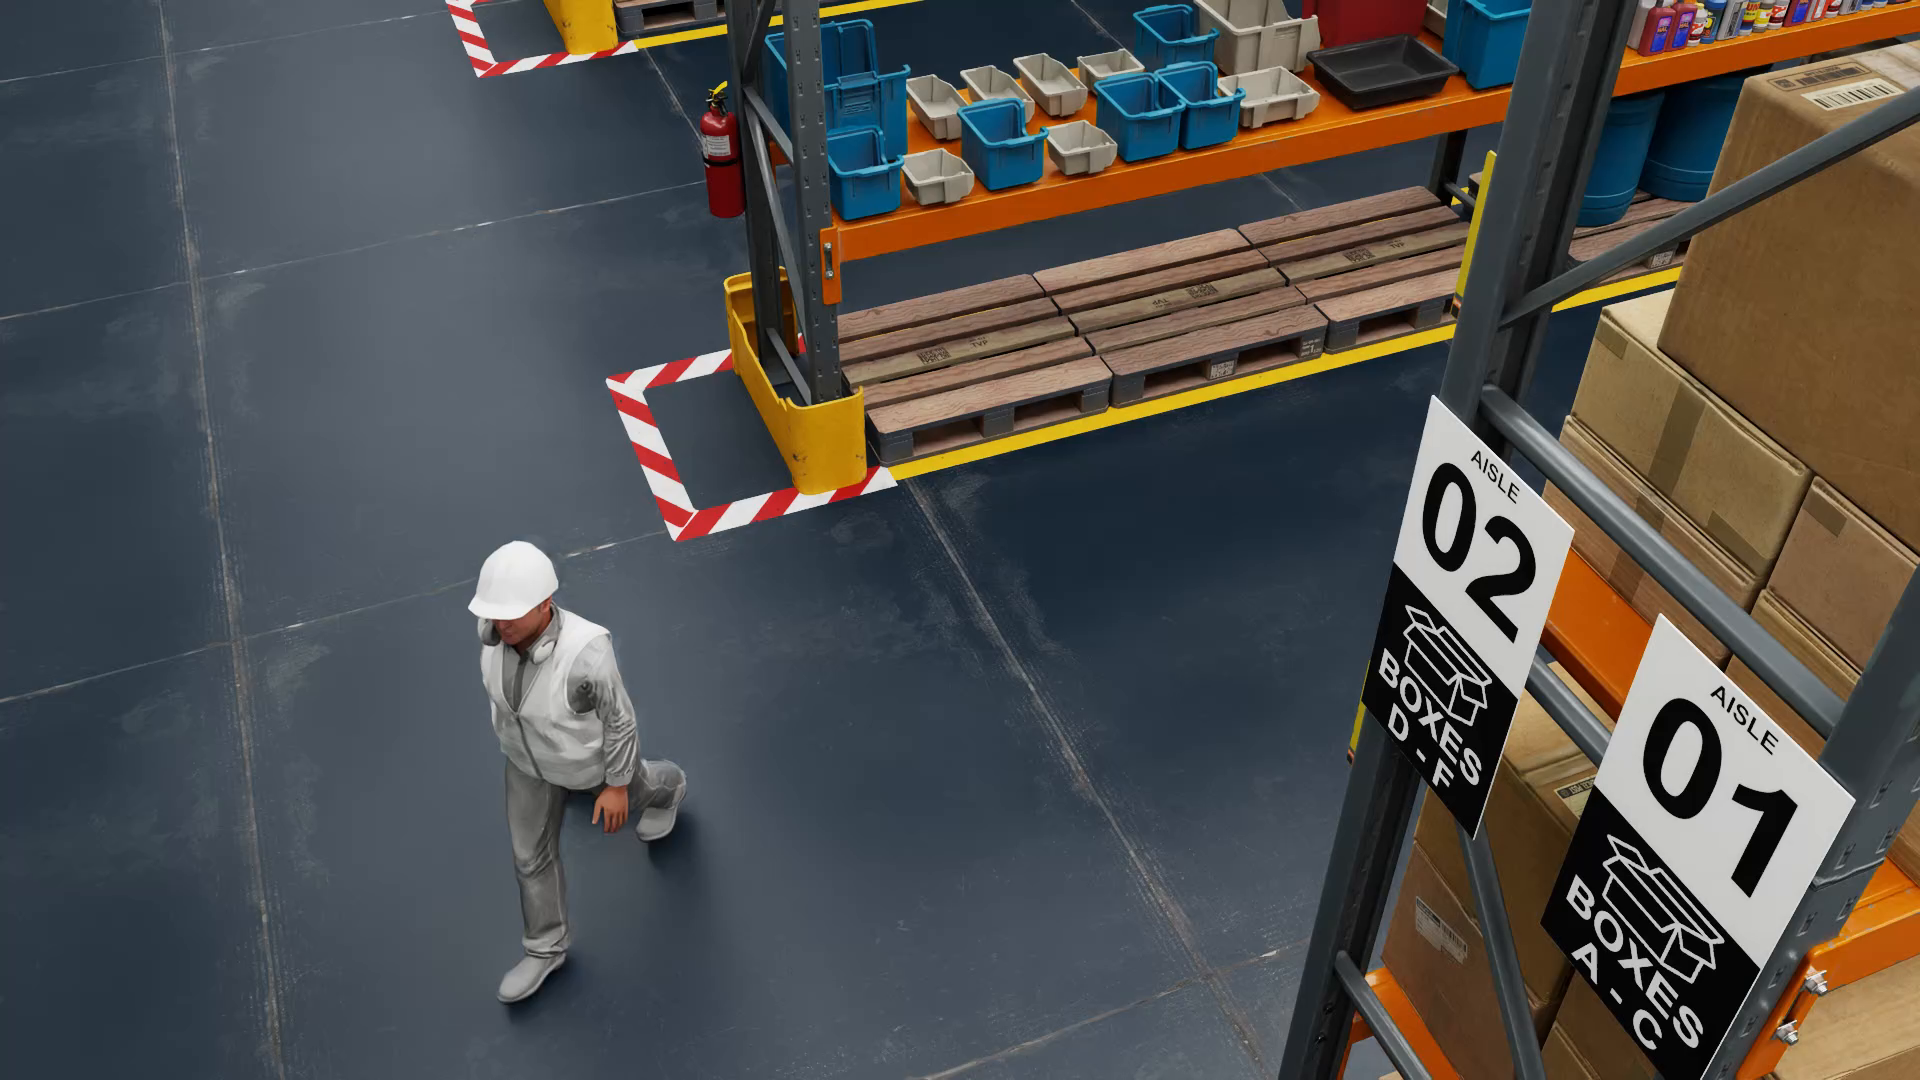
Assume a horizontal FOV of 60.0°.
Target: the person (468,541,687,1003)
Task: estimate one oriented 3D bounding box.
[{"bbox_3d":[-1.257,0.658,5.412,0.559,1.727,1.055,13,43,14],"label":"person"}]
